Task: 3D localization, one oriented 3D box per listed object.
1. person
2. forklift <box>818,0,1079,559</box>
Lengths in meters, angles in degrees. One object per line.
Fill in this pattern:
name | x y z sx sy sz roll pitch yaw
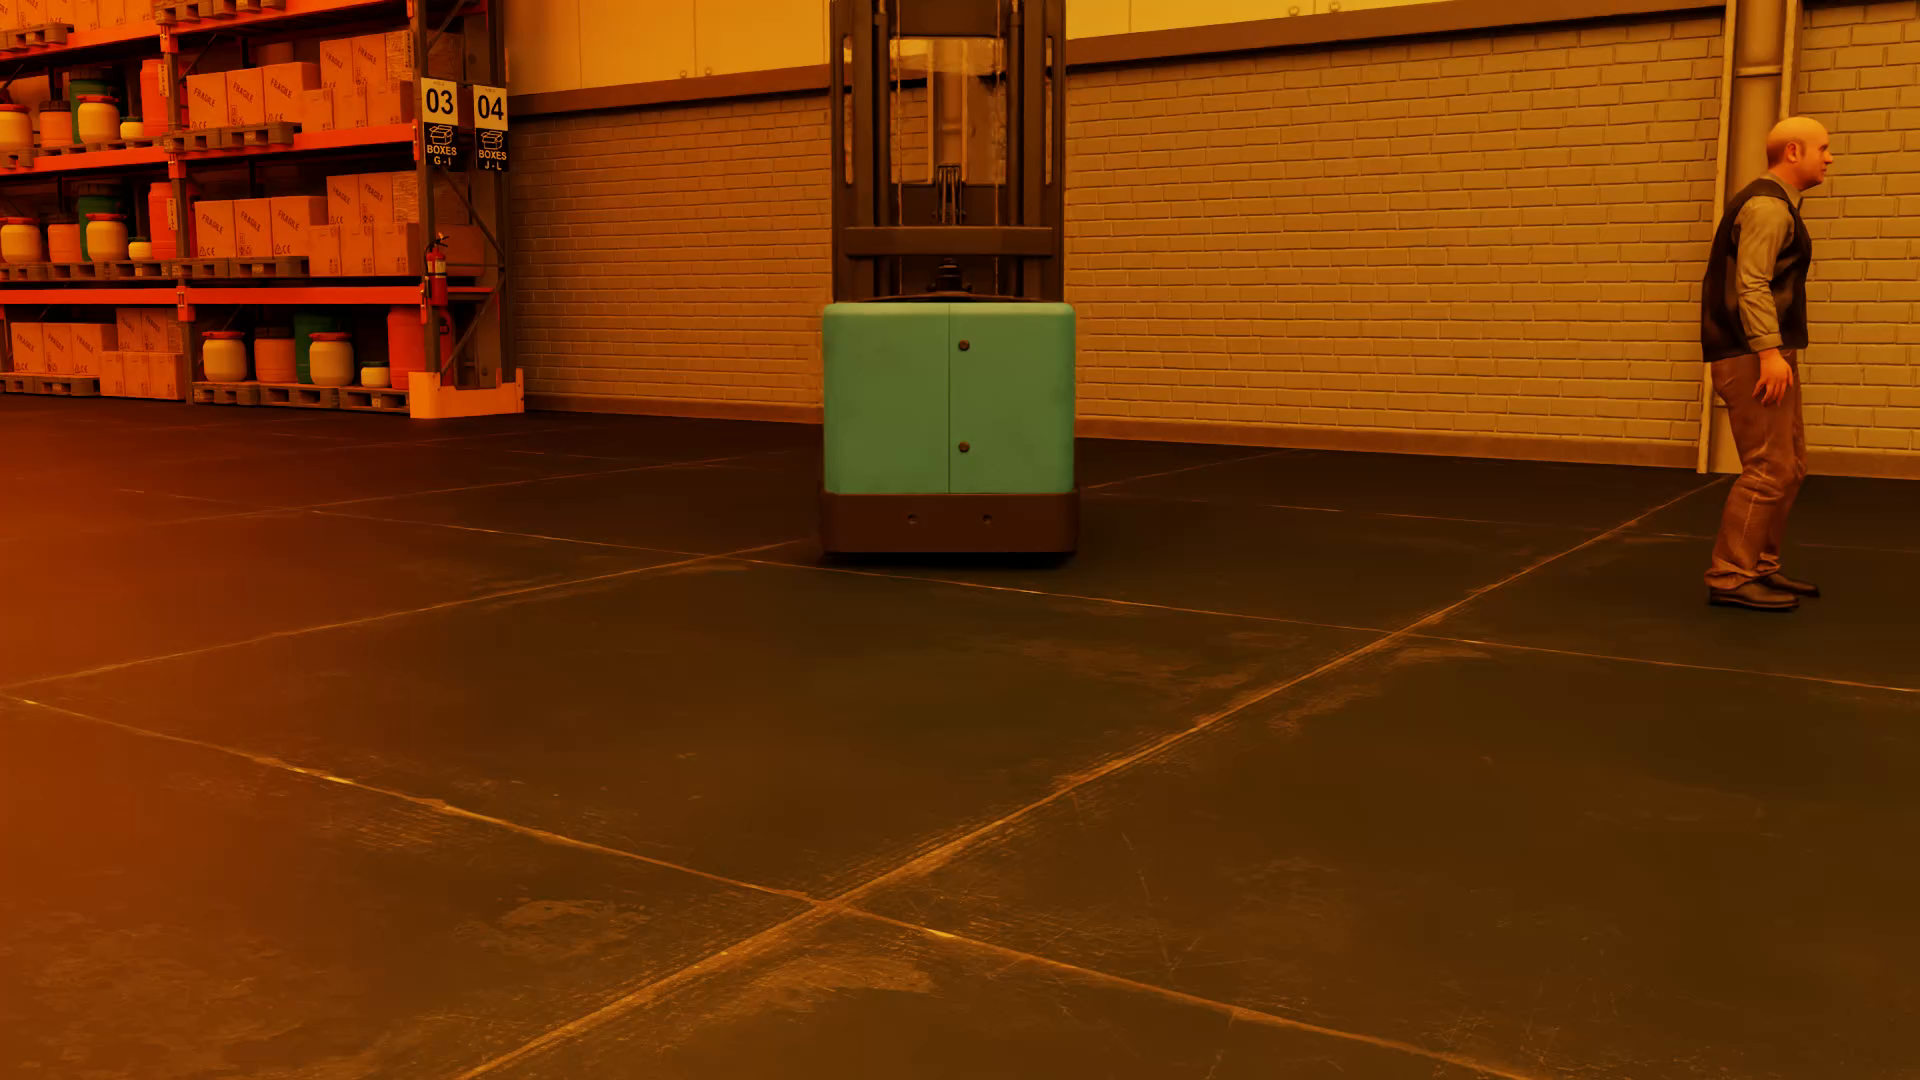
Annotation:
person | 2.881 -0.629 5.951 0.446 1.725 0.588 4 9 29
forklift | -0.058 -1.541 8.032 1.130 2.935 3.031 0 8 -1
